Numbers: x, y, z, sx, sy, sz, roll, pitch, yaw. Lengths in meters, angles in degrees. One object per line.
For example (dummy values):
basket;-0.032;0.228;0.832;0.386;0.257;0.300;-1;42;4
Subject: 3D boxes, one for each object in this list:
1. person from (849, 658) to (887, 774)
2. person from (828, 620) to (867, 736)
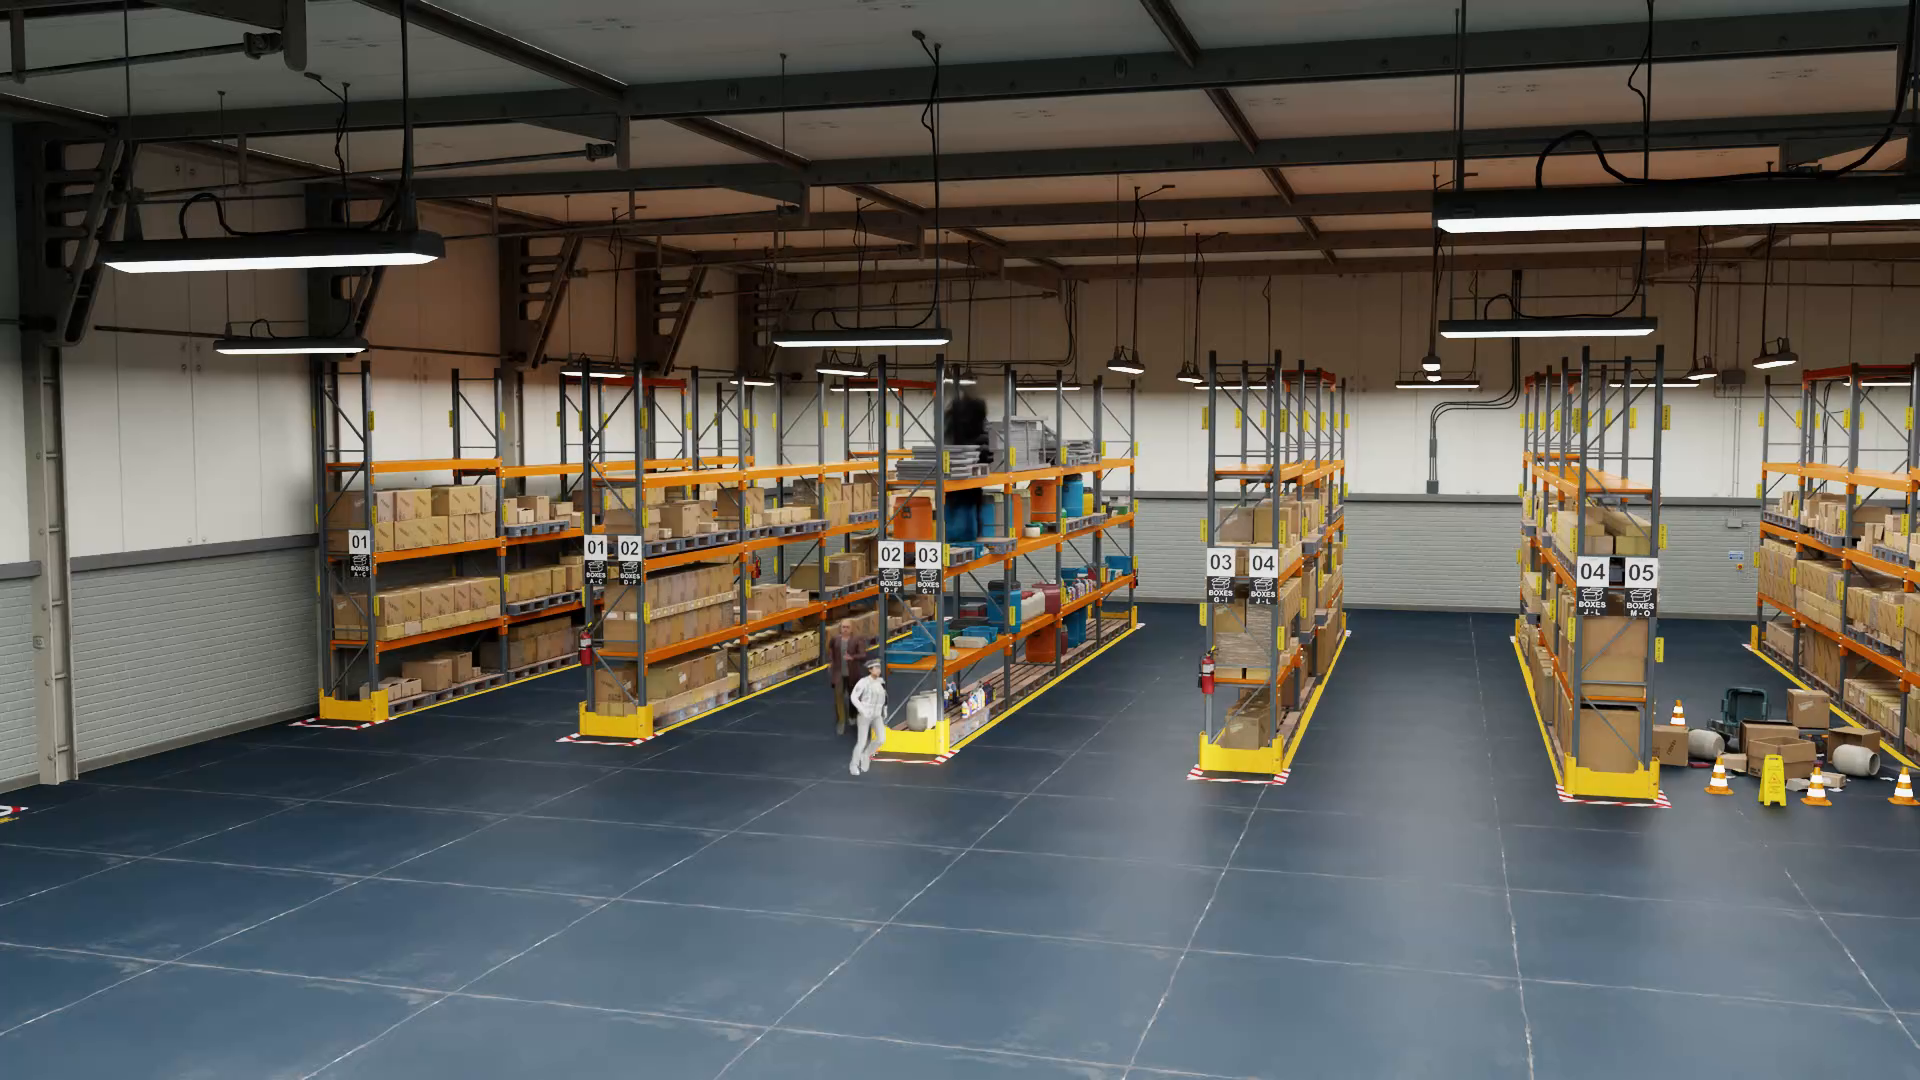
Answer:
person;-1.241;2.498;23.641;0.677;1.643;0.547;-3;5;-33
person;-1.819;2.198;26.808;0.666;1.847;0.937;0;4;3
